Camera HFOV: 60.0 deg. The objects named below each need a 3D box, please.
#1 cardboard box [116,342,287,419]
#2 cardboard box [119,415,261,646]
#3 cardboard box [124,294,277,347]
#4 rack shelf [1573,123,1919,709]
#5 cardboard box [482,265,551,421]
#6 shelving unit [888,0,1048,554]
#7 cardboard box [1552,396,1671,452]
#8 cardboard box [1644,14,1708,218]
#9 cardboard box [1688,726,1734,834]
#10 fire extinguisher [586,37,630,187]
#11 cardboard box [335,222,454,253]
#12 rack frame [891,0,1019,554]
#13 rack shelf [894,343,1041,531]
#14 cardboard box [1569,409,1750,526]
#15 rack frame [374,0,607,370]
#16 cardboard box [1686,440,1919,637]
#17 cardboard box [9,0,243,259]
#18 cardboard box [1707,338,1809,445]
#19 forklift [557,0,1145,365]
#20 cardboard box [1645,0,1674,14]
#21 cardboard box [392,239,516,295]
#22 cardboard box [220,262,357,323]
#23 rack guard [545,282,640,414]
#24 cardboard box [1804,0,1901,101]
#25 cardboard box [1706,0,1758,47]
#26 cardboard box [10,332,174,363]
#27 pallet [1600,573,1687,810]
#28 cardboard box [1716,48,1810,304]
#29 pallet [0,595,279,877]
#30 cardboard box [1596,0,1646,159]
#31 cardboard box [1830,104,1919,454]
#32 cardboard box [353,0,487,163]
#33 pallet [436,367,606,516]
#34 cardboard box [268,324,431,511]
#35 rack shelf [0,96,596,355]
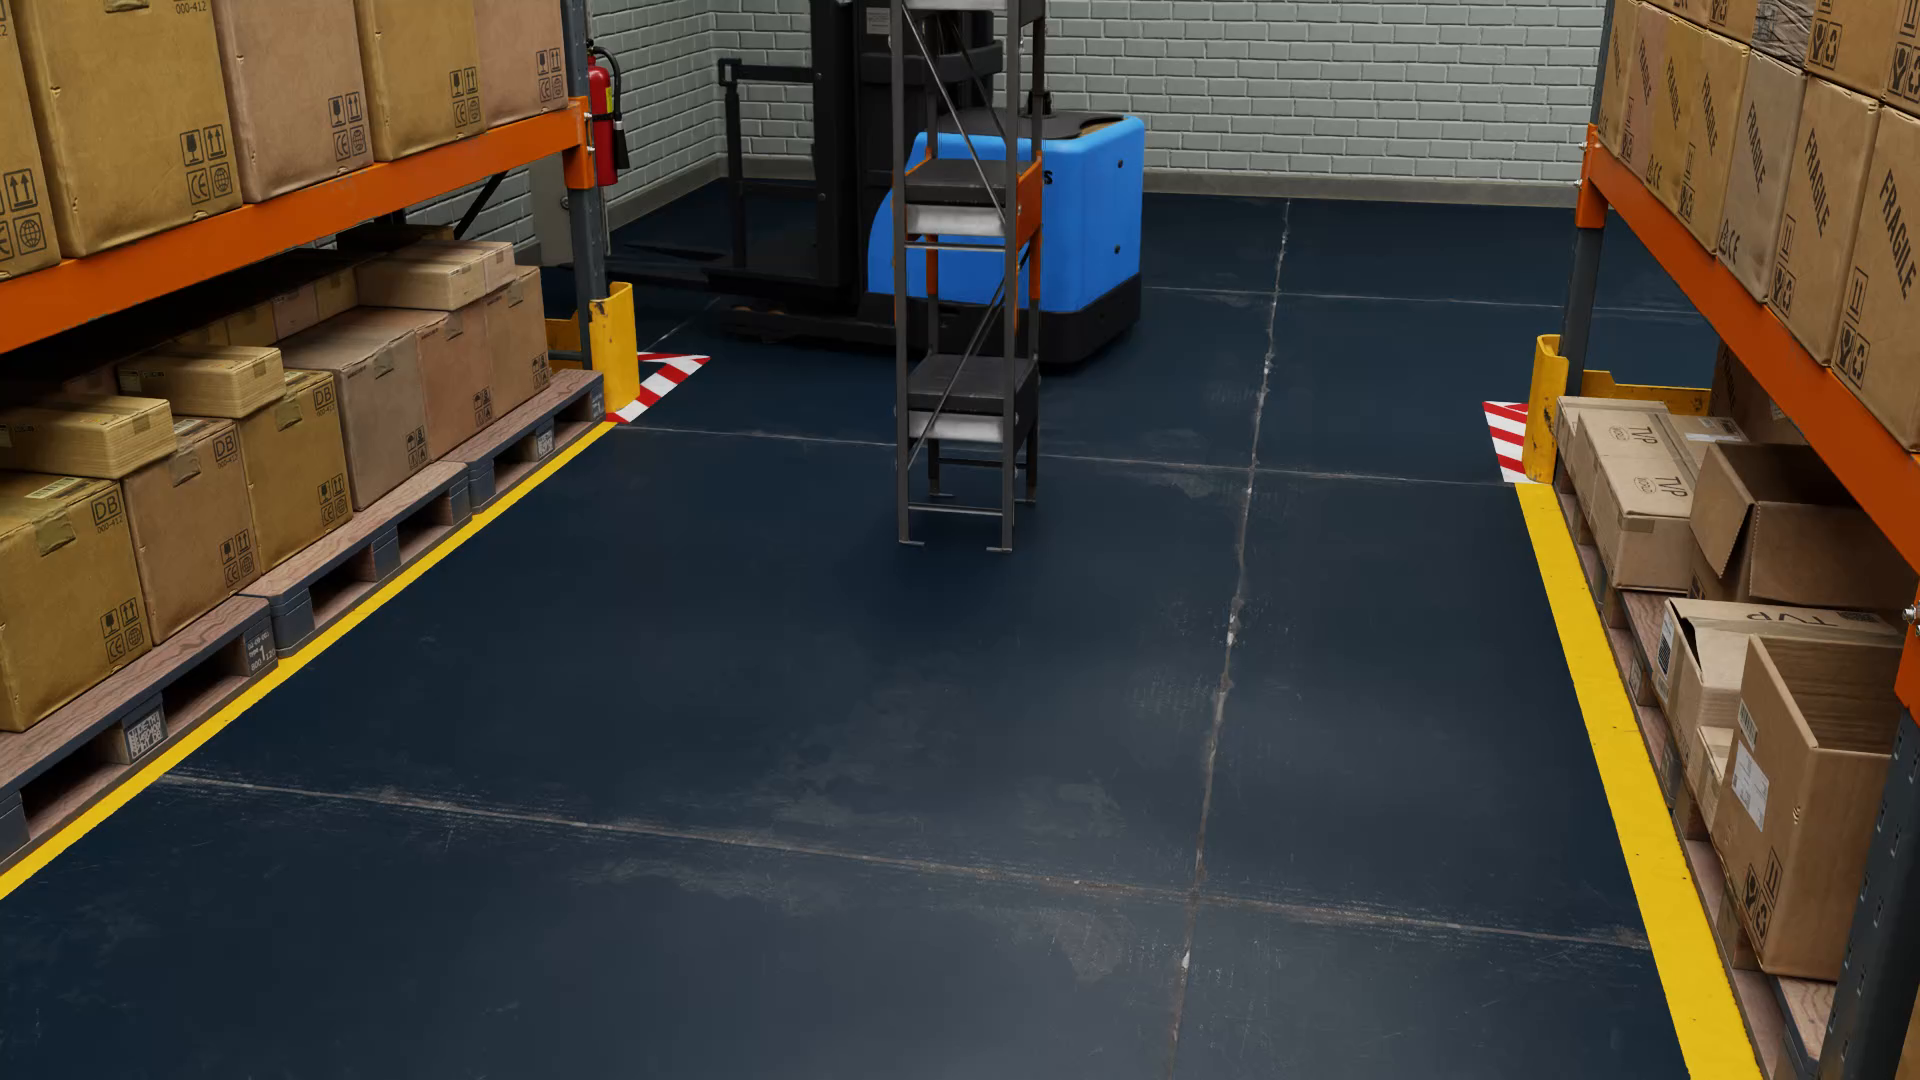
[{"bbox_3d":[-2.246,-0.475,4.933,0.380,0.149,0.250,4,22,9],"label":"cardboard box"},{"bbox_3d":[-2.495,-0.055,4.760,0.700,0.500,0.500,4,22,10],"label":"cardboard box"},{"bbox_3d":[-2.509,-0.704,5.501,0.380,0.149,0.250,5,22,11],"label":"cardboard box"},{"bbox_3d":[2.405,-0.592,4.272,1.077,0.370,4.000,4,22,11],"label":"rack shelf"},{"bbox_3d":[-2.082,-0.805,6.622,0.700,0.500,0.500,4,22,11],"label":"cardboard box"},{"bbox_3d":[0.034,-1.035,5.612,0.431,2.100,0.503,4,22,11],"label":"shelving unit"},{"bbox_3d":[2.391,-0.412,6.089,0.380,0.149,0.250,4,22,11],"label":"cardboard box"},{"bbox_3d":[2.259,-1.189,4.658,0.500,0.500,0.500,4,22,11],"label":"cardboard box"},{"bbox_3d":[1.853,0.552,3.695,0.380,0.149,0.250,4,22,11],"label":"cardboard box"},{"bbox_3d":[-1.555,-1.845,7.022,0.296,0.674,0.183,4,22,11],"label":"fire extinguisher"},{"bbox_3d":[-2.252,-1.167,6.652,0.380,0.149,0.250,5,22,11],"label":"cardboard box"},{"bbox_3d":[-0.016,-0.945,5.390,0.400,2.100,0.015,4,22,11],"label":"rack frame"},{"bbox_3d":[0.034,-0.373,5.878,0.431,0.518,0.480,4,22,11],"label":"rack shelf"},{"bbox_3d":[2.322,-0.226,5.491,0.500,0.250,0.500,4,22,11],"label":"cardboard box"},{"bbox_3d":[-2.037,-2.034,6.888,1.000,3.000,0.127,4,22,11],"label":"rack frame"},{"bbox_3d":[2.375,0.072,4.413,0.797,0.503,0.637,4,22,11],"label":"cardboard box"},{"bbox_3d":[-2.572,-1.174,4.351,0.980,0.700,0.700,4,22,10],"label":"cardboard box"},{"bbox_3d":[2.943,-0.484,5.798,0.500,0.500,0.500,4,22,11],"label":"cardboard box"},{"bbox_3d":[-0.644,-2.504,8.148,3.031,2.935,1.130,10,24,22],"label":"forklift"},{"bbox_3d":[2.365,-1.834,4.919,0.500,0.500,0.500,5,22,11],"label":"cardboard box"},{"bbox_3d":[-1.930,-1.046,6.350,0.380,0.149,0.250,4,22,10],"label":"cardboard box"},{"bbox_3d":[-2.407,-0.891,5.965,0.380,0.149,0.250,5,22,11],"label":"cardboard box"},{"bbox_3d":[-2.032,-0.883,7.377,1.175,0.500,0.348,4,22,11],"label":"rack guard"},{"bbox_3d":[1.948,-1.097,3.090,0.500,0.500,0.500,4,22,10],"label":"cardboard box"},{"bbox_3d":[2.155,-1.465,4.005,0.500,0.500,0.500,4,22,10],"label":"cardboard box"},{"bbox_3d":[-2.613,-0.516,5.036,0.380,0.149,0.250,5,22,11],"label":"cardboard box"},{"bbox_3d":[2.385,0.400,4.577,1.003,0.211,1.213,4,22,11],"label":"pallet"},{"bbox_3d":[2.054,-0.820,3.741,0.500,0.500,0.500,5,22,12],"label":"cardboard box"},{"bbox_3d":[-2.622,0.450,4.453,1.003,0.211,1.213,4,22,11],"label":"pallet"},{"bbox_3d":[2.464,-1.562,5.582,0.500,0.500,0.500,5,22,12],"label":"cardboard box"},{"bbox_3d":[1.848,-0.443,2.806,0.500,0.500,0.500,5,22,12],"label":"cardboard box"},{"bbox_3d":[-2.269,-1.719,5.704,0.980,0.700,0.700,4,22,10],"label":"cardboard box"},{"bbox_3d":[-2.124,-0.442,6.668,1.003,0.211,1.213,4,22,11],"label":"pallet"},{"bbox_3d":[-2.286,-0.438,5.711,0.700,0.500,0.500,4,22,9],"label":"cardboard box"},{"bbox_3d":[-2.445,-0.969,5.207,1.077,0.370,4.000,4,22,11],"label":"rack shelf"}]
